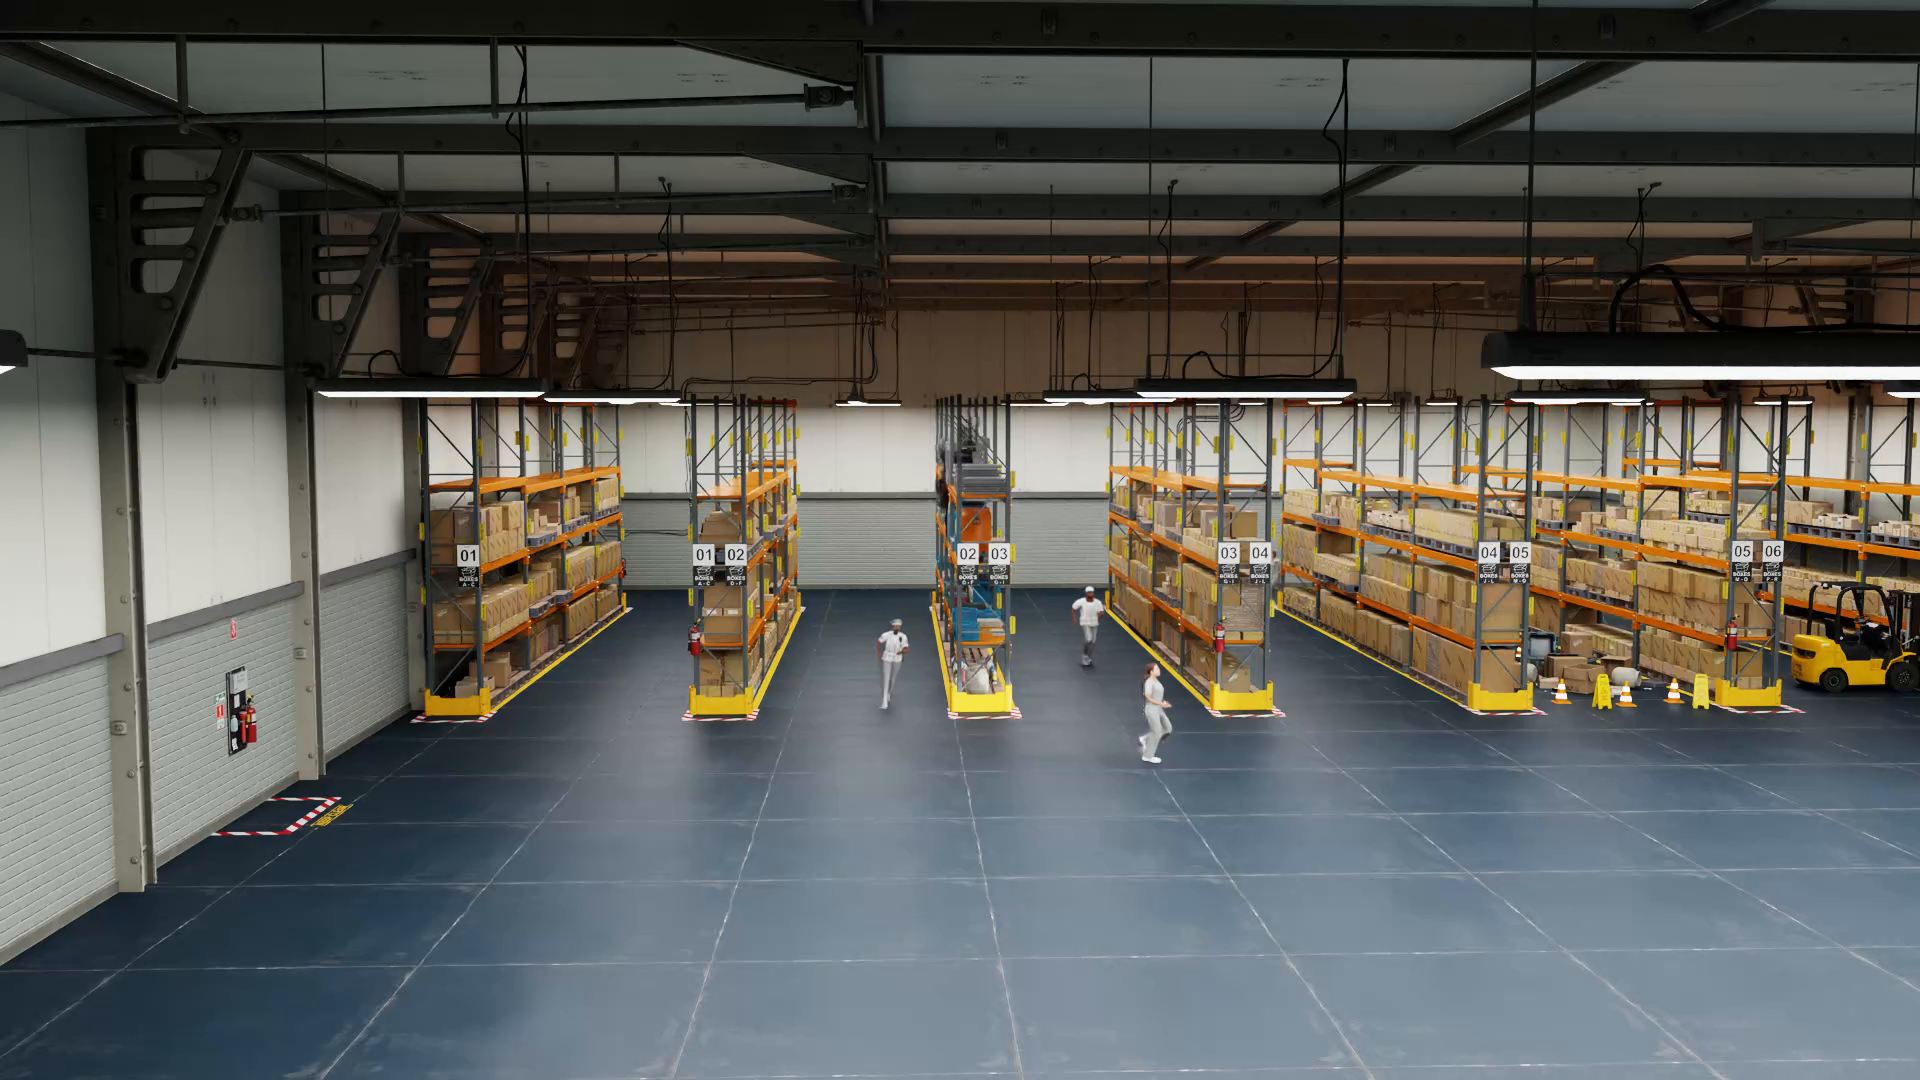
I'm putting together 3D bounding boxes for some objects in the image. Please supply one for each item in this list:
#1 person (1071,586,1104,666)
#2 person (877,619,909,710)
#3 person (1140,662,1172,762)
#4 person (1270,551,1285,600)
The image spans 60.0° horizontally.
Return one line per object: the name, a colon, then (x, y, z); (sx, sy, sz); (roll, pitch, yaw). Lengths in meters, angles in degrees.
person: (2.890, 1.924, 37.136); (0.671, 1.785, 0.720); (-1, 5, -18)
person: (-1.288, 2.363, 32.146); (0.600, 1.701, 0.869); (-1, 5, -12)
person: (3.170, 2.790, 26.969); (0.559, 1.631, 0.560); (2, 5, 23)
person: (9.227, 1.101, 48.790); (0.823, 1.604, 0.576); (-2, 5, -28)
